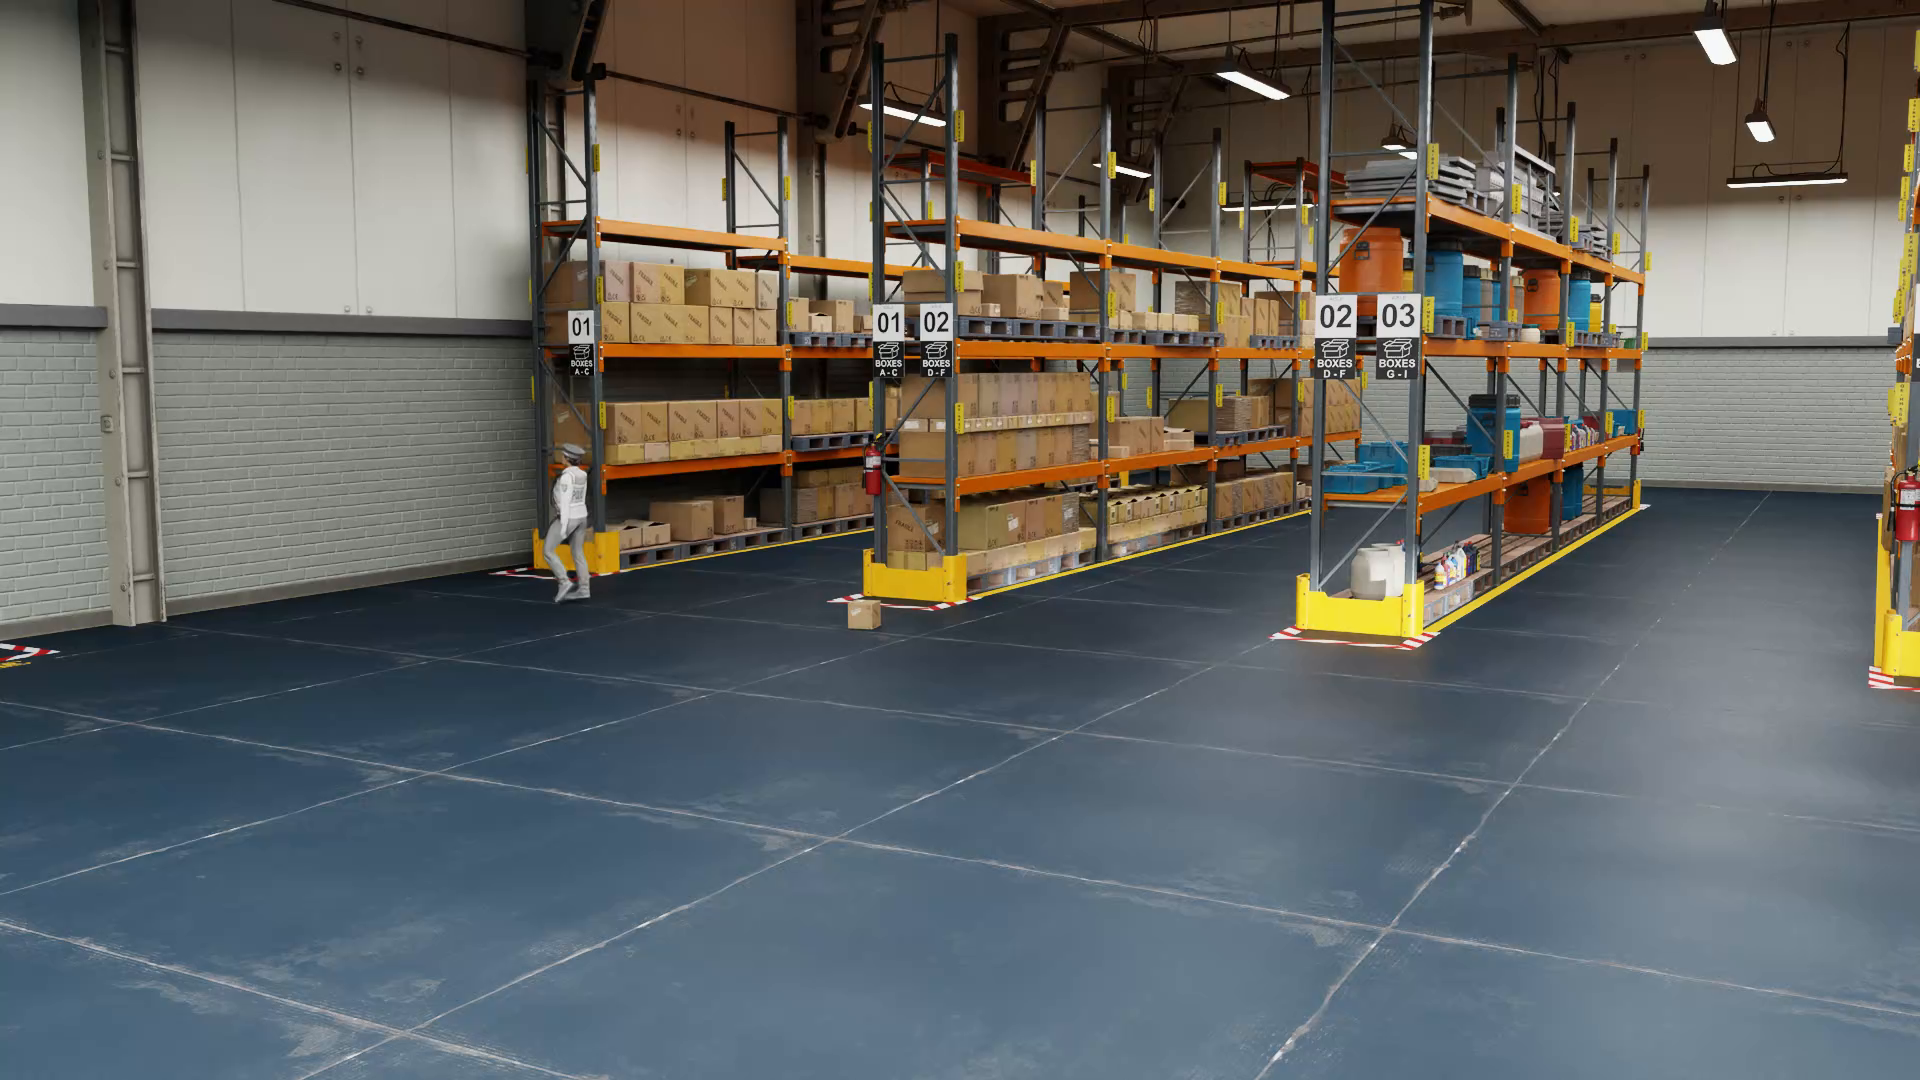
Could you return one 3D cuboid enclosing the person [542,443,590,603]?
[{"bbox_3d":[-4.220,-0.182,17.878,0.472,1.724,0.527,2,6,20],"label":"person"}]
